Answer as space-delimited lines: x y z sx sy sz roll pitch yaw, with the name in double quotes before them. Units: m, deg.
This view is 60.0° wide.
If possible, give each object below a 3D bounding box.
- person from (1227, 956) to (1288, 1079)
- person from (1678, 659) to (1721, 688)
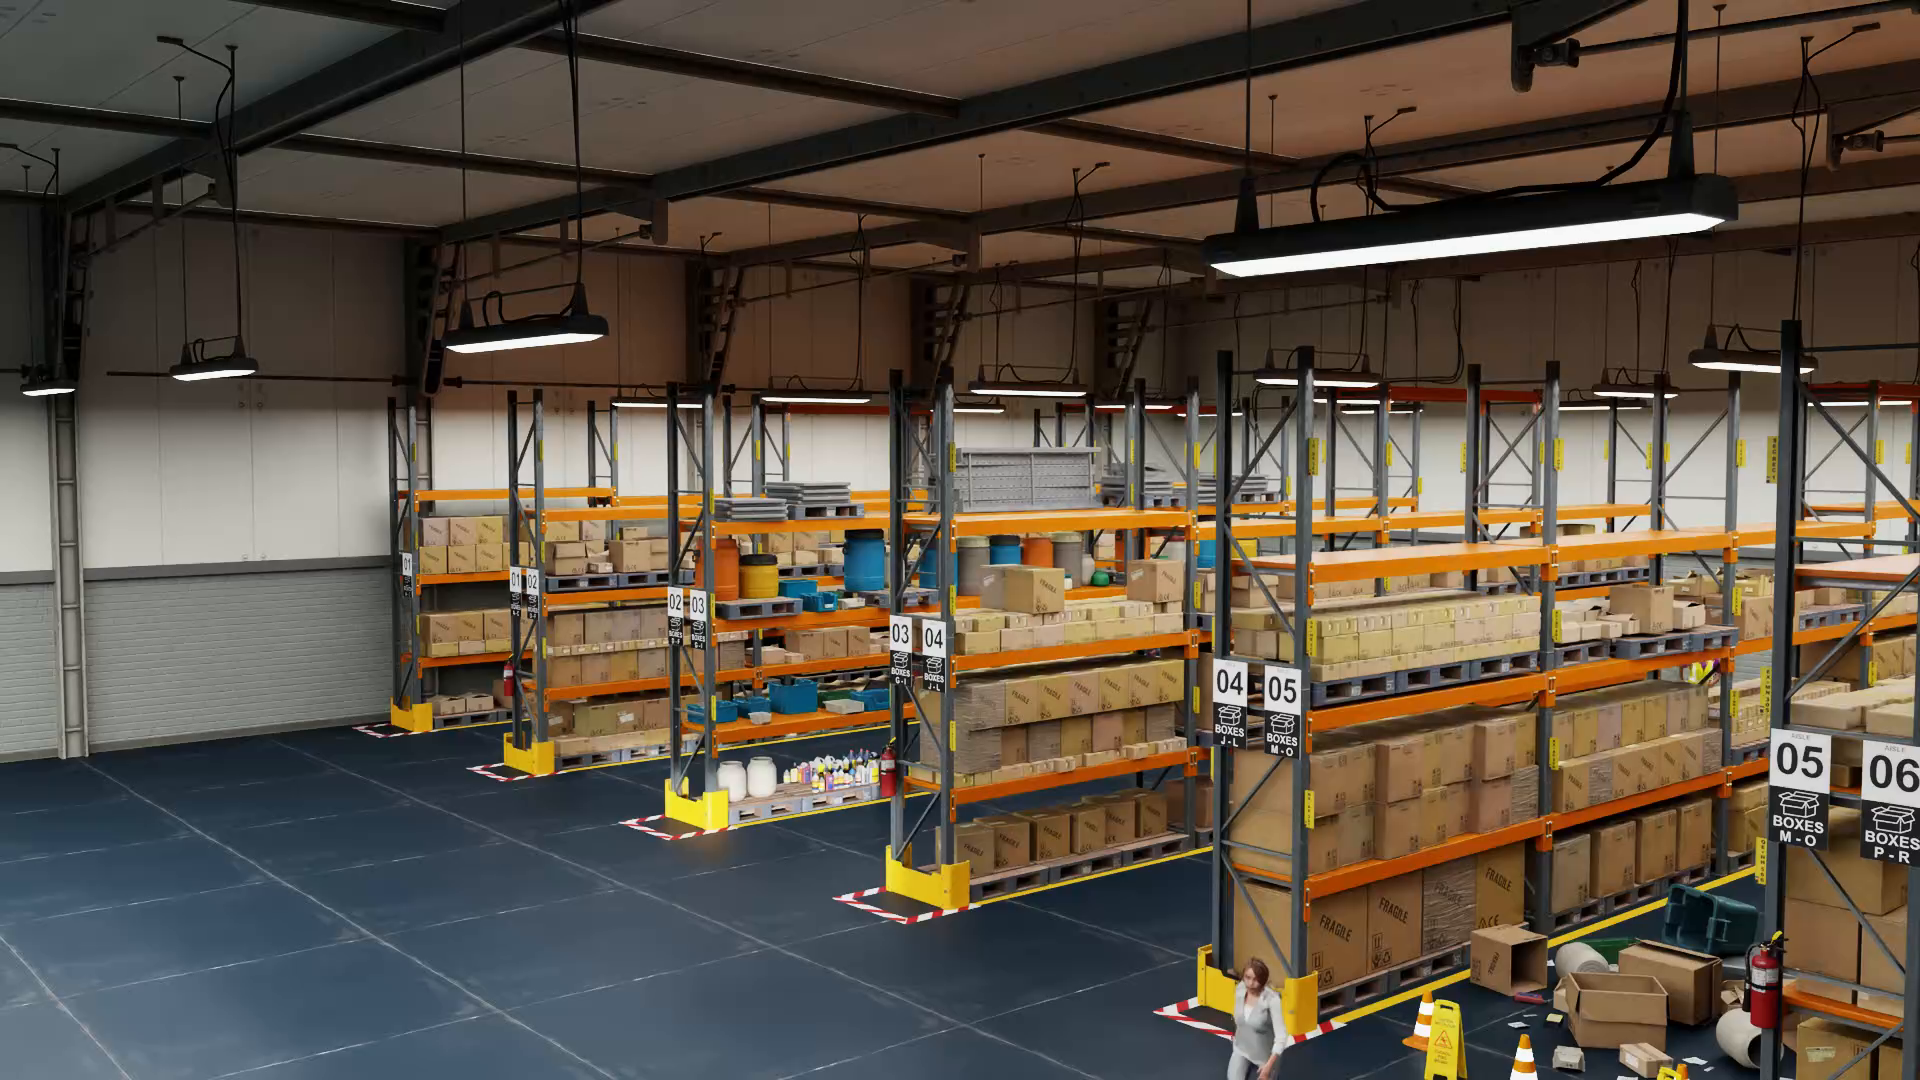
"person" 2.156 3.695 11.859 0.458 1.550 0.807 2 4 28
"person" 13.025 2.592 29.276 0.692 1.738 0.735 0 3 6
